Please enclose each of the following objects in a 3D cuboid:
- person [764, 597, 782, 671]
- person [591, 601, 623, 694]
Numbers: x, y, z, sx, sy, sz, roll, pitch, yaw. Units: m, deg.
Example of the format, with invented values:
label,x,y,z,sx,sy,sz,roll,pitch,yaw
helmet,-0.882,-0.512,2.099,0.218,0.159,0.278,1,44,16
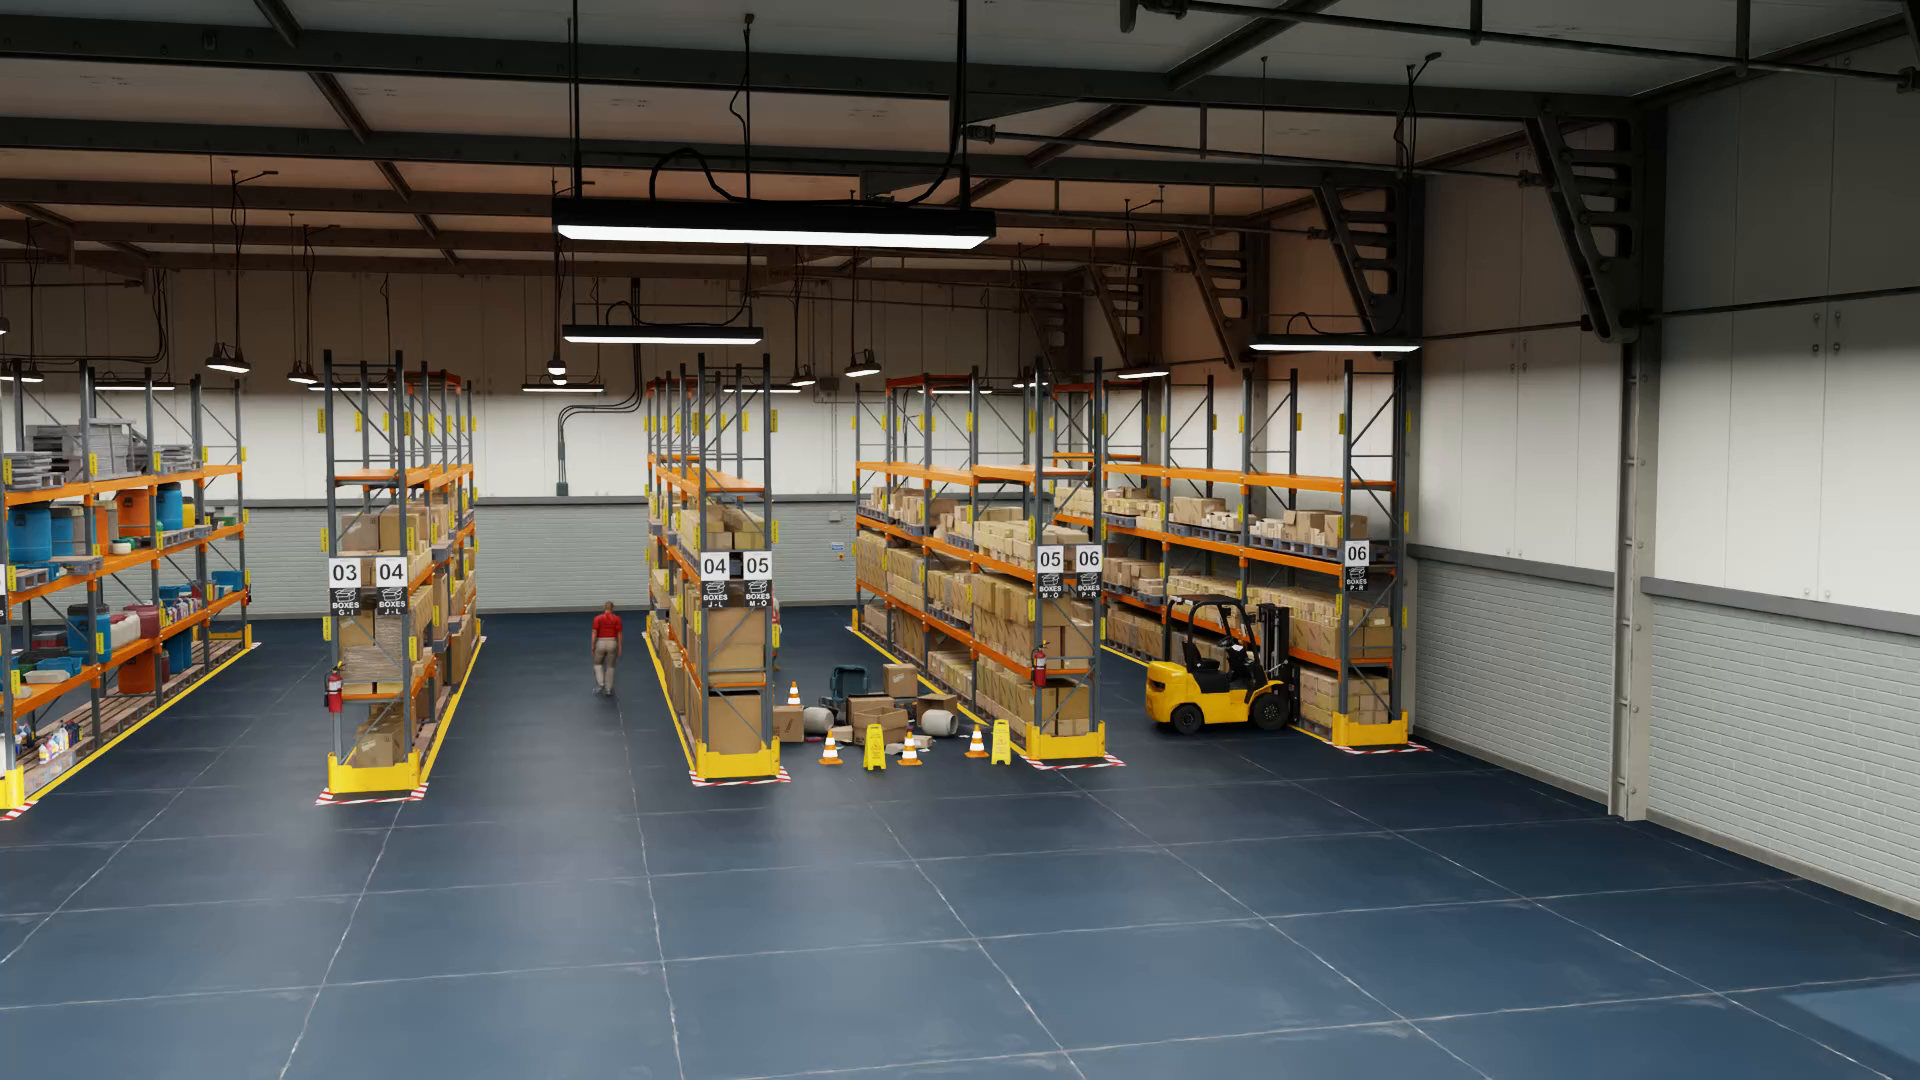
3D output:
label,x,y,z,sx,sy,sz,roll,pitch,yaw
person,-3.913,1.766,33.775,0.592,1.789,0.520,1,4,10
person,-6.523,1.995,30.747,0.574,1.722,0.445,-1,4,-9
